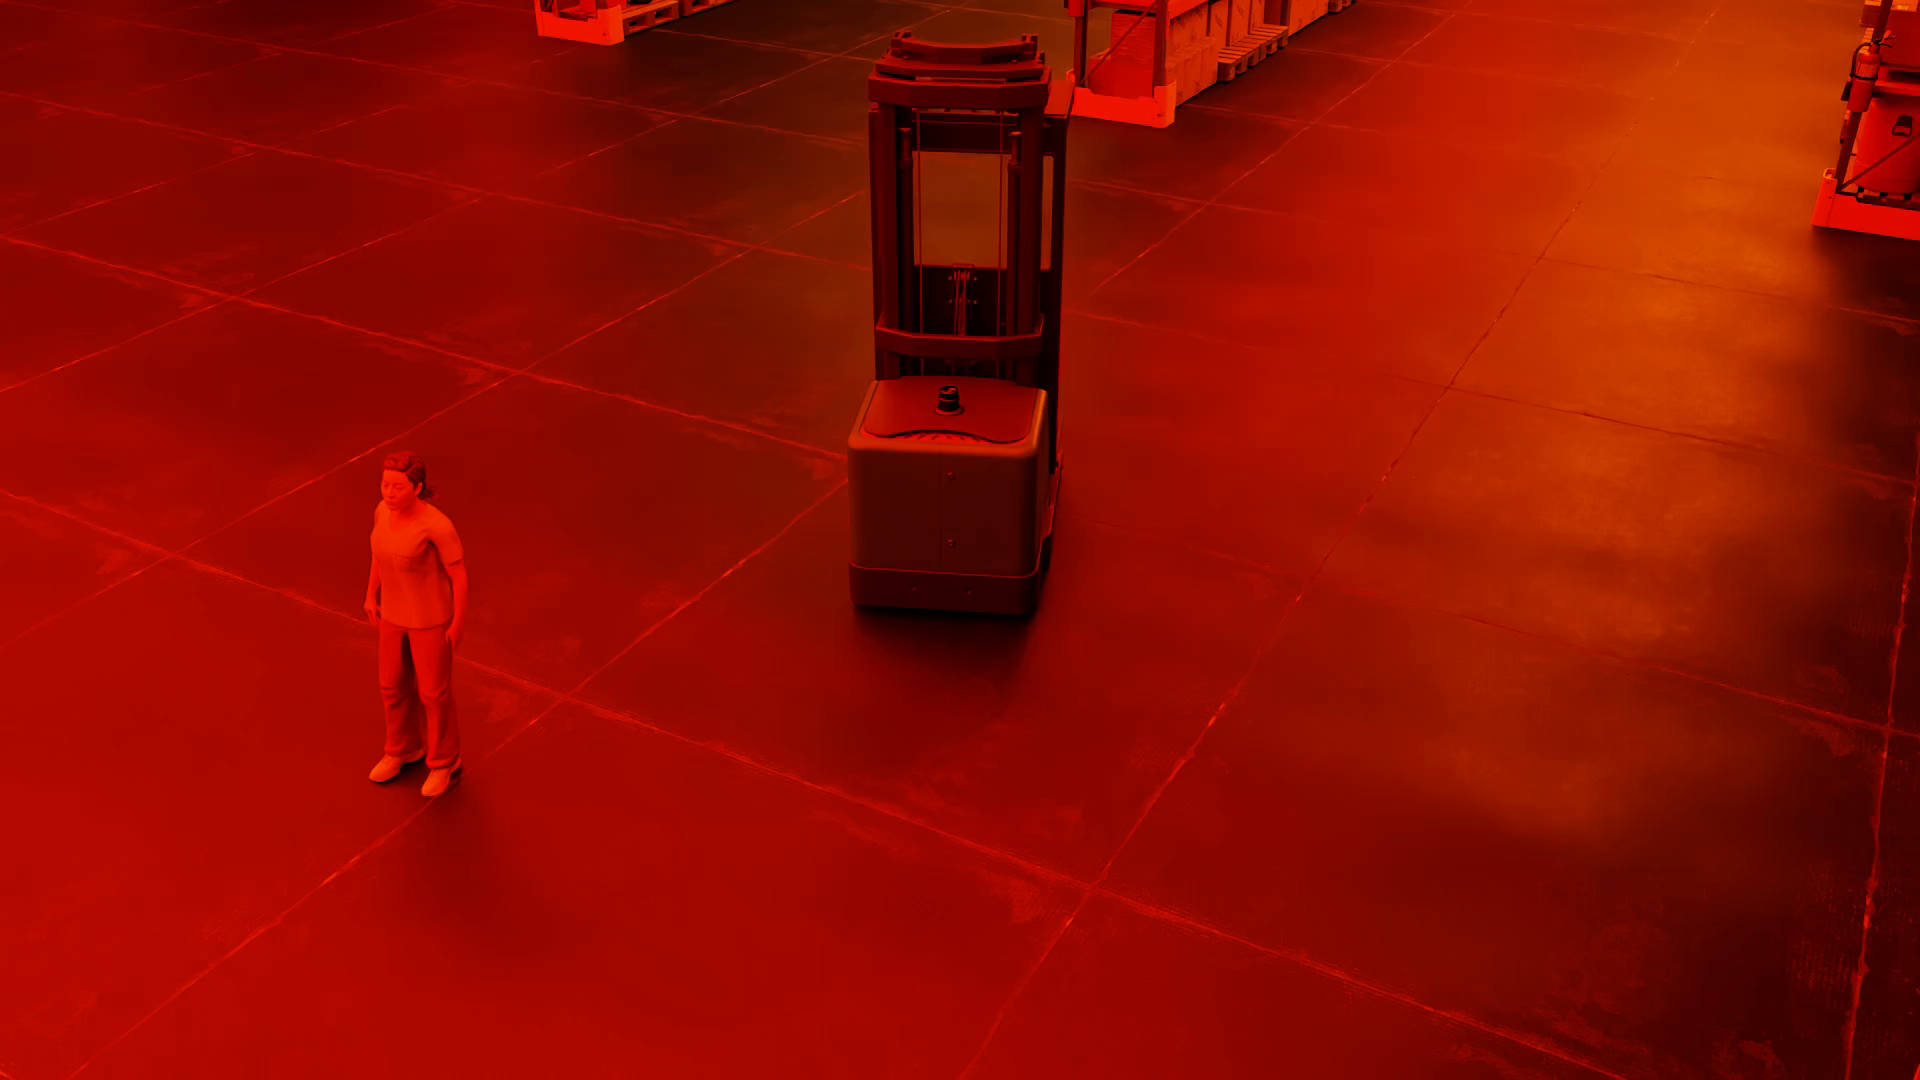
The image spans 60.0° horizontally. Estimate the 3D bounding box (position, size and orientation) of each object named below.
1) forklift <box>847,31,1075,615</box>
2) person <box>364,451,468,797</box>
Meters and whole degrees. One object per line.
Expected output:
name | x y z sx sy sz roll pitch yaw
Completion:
forklift | 0.072 -1.572 9.794 1.130 2.935 3.031 3 30 6
person | -2.532 0.384 7.670 0.538 1.685 0.493 14 33 22
